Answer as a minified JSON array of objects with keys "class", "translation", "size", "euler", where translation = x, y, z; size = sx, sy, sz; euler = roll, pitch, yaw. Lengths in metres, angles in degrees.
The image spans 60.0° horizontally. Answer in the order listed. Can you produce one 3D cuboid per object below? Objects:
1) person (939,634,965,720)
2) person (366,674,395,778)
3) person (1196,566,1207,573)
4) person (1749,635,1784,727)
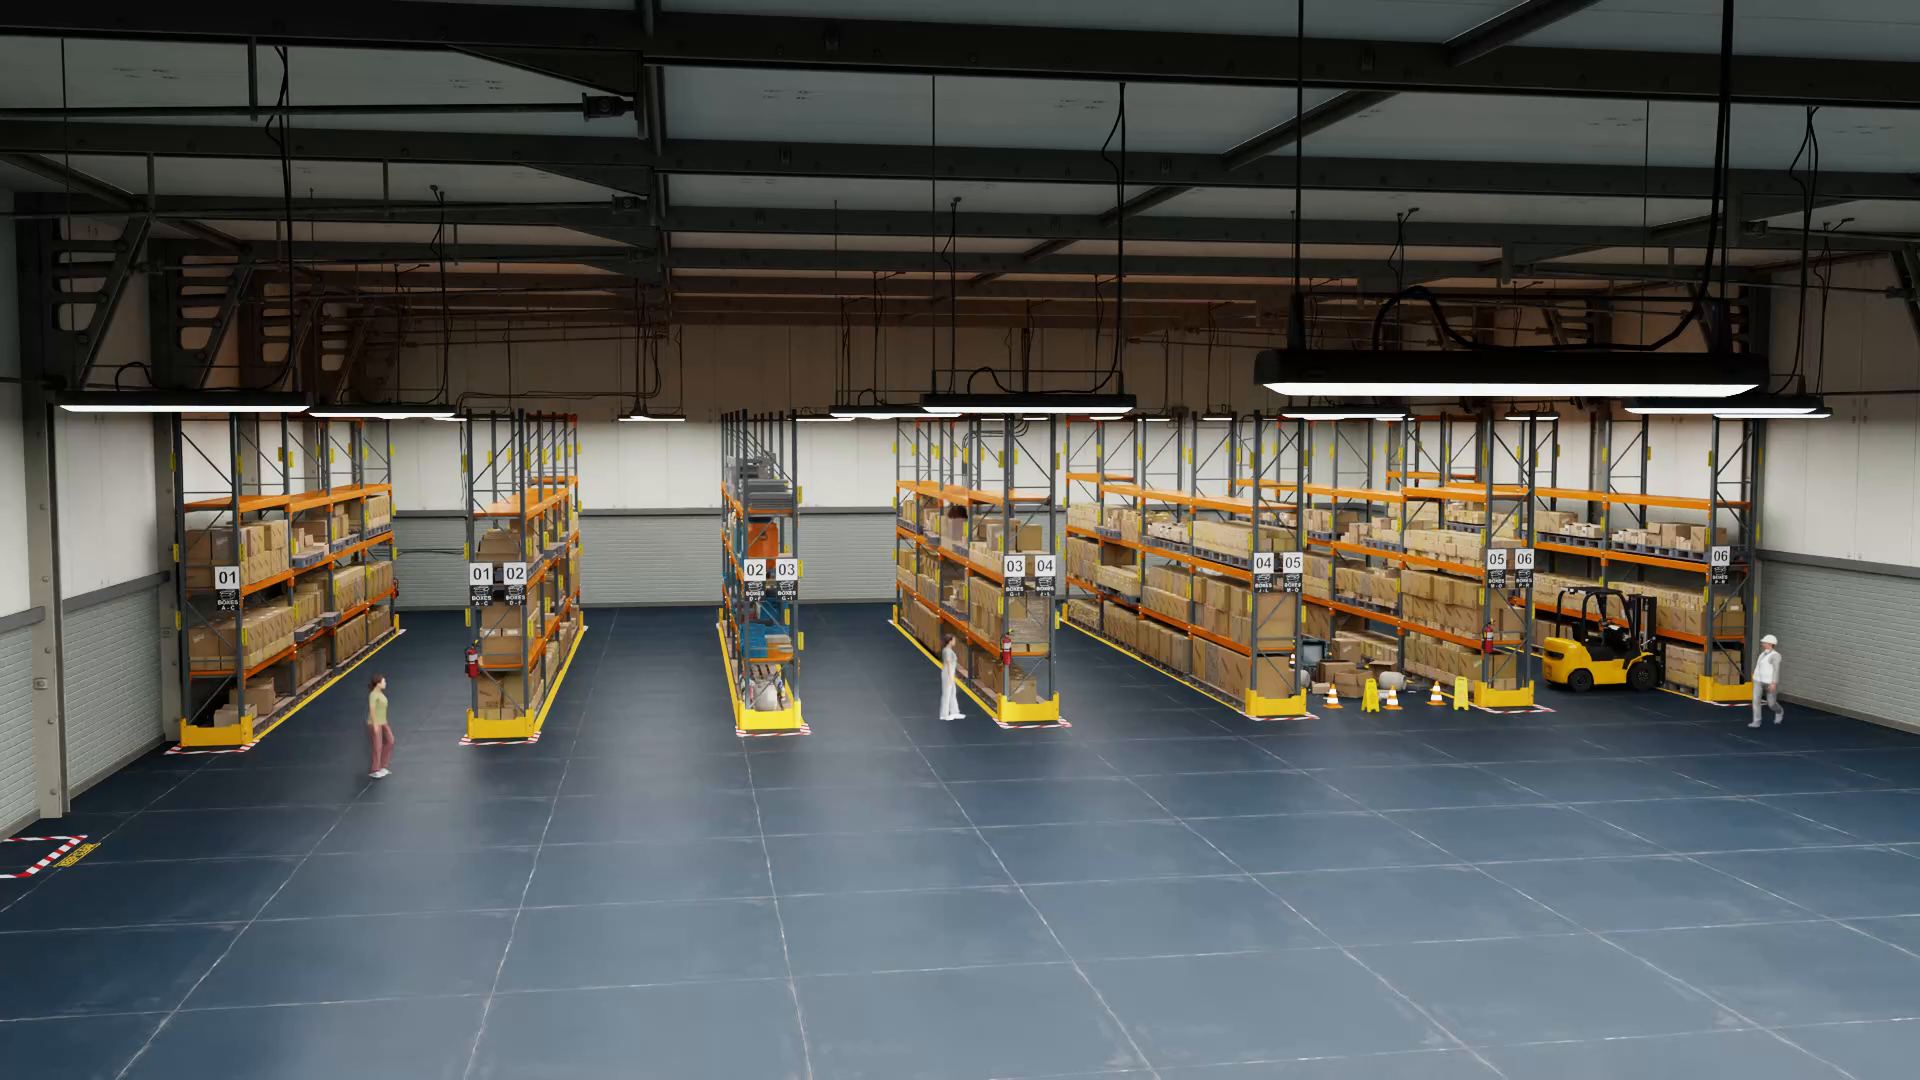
[{"class":"person","translation":[-0.145,2.649,32.202],"size":[0.514,1.675,0.515],"euler":[0,4,-3]},{"class":"person","translation":[-9.456,3.029,27.026],"size":[0.357,1.688,0.562],"euler":[0,4,5]},{"class":"person","translation":[7.298,1.353,50.433],"size":[0.455,1.674,0.432],"euler":[-1,4,-11]},{"class":"person","translation":[15.234,2.657,31.350],"size":[0.847,1.746,0.511],"euler":[-4,5,-42]}]
